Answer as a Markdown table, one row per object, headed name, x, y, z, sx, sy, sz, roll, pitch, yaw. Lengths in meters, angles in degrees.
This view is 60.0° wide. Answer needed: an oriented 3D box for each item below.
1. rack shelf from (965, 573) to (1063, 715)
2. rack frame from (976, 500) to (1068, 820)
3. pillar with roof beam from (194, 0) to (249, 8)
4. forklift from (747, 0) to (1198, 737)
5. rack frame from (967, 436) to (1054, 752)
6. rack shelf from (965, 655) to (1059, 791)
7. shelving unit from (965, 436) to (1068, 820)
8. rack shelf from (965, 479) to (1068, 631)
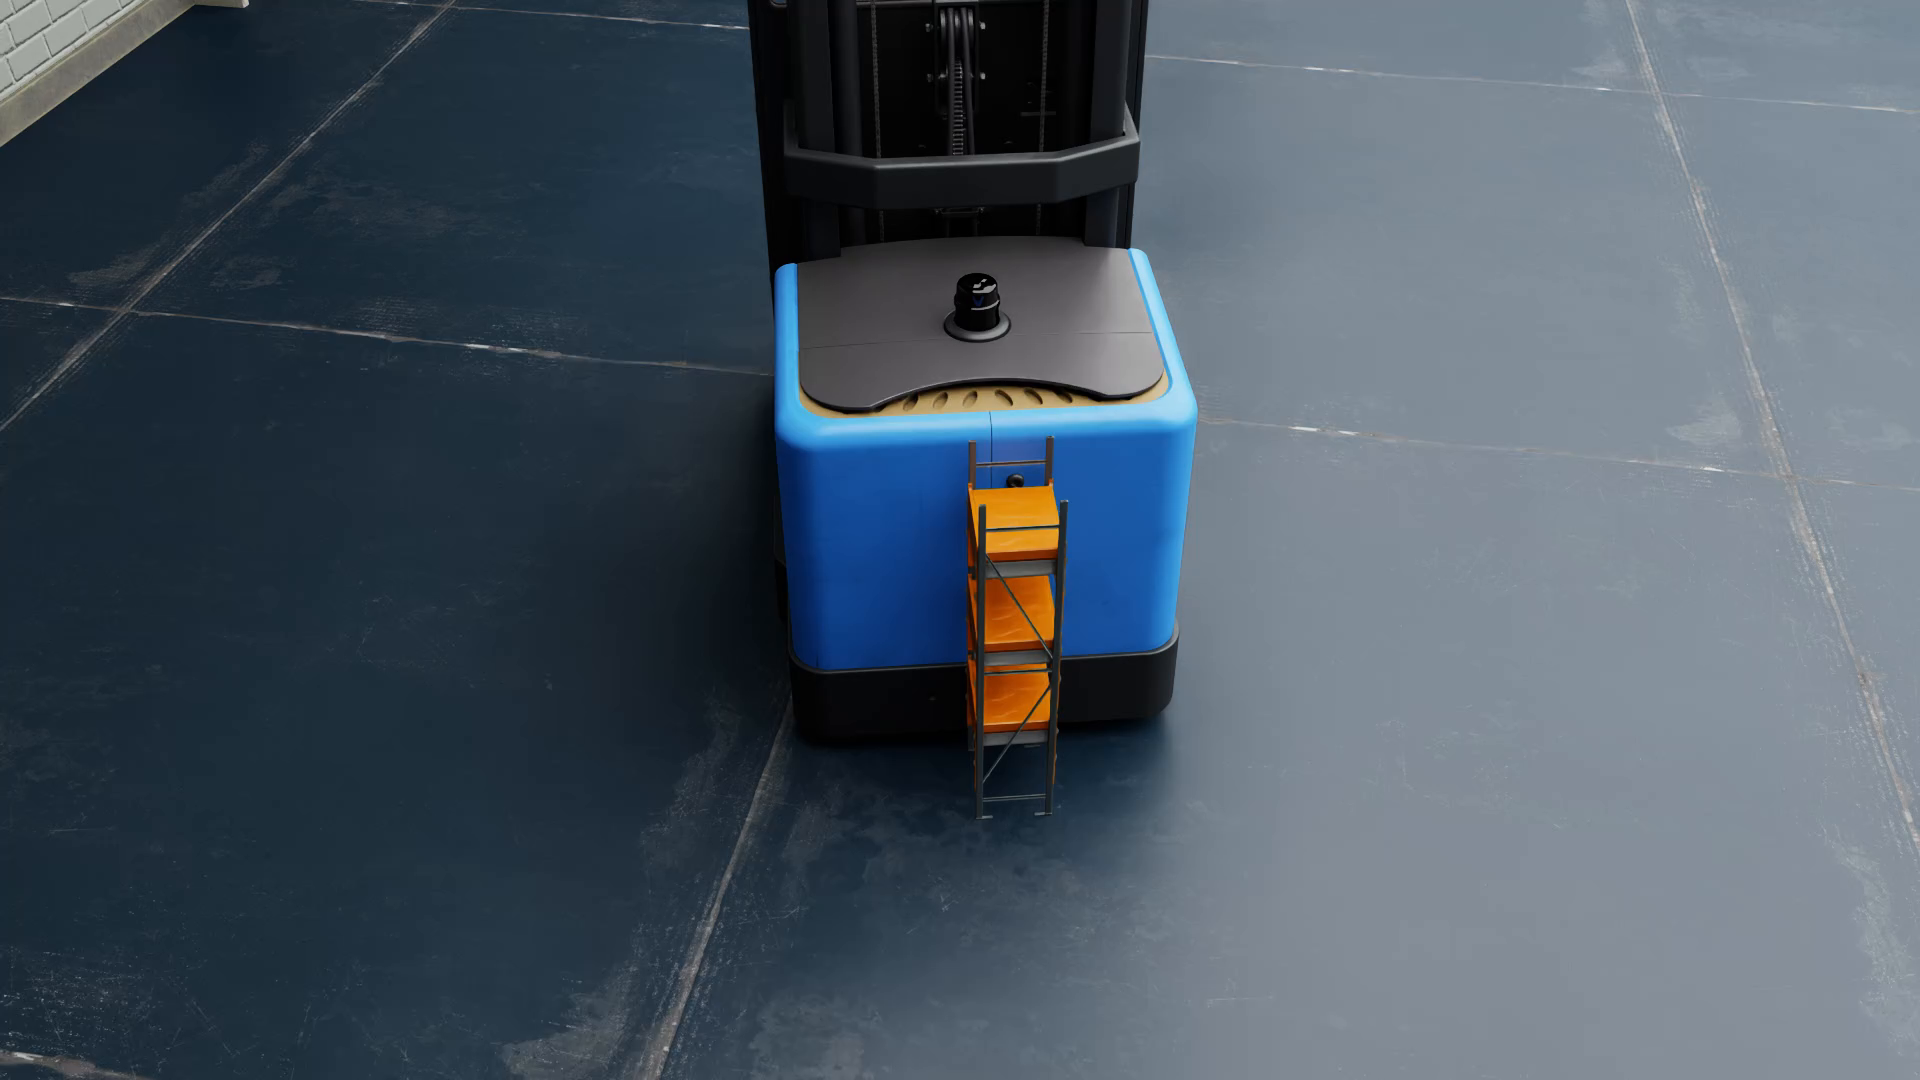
| name | x | y | z | sx | sy | sz | roll | pitch | yaw |
| --- | --- | --- | --- | --- | --- | --- | --- | --- | --- |
| rack shelf | 0.131 | 0.253 | 4.137 | 0.215 | 0.259 | 0.240 | -3 | 40 | -4 |
| rack frame | 0.141 | 0.322 | 4.036 | 0.200 | 1.050 | 0.008 | -3 | 40 | -4 |
| pillar with roof beam | 0.434 | -5.876 | 5.295 | 9.100 | 9.000 | 0.400 | 6 | 40 | 8 |
| forklift | -0.053 | -1.525 | 4.795 | 1.130 | 2.935 | 3.031 | -3 | 40 | -4 |
| rack frame | 0.120 | 0.167 | 4.224 | 0.200 | 1.050 | 0.008 | -3 | 40 | -4 |
| rack shelf | 0.131 | 0.467 | 4.314 | 0.215 | 0.259 | 0.240 | -3 | 40 | -4 |
| shelving unit | 0.131 | 0.245 | 4.130 | 0.215 | 1.050 | 0.252 | -3 | 40 | -4 |
| rack shelf | 0.131 | 0.034 | 3.956 | 0.215 | 0.259 | 0.240 | -3 | 40 | -4 |
